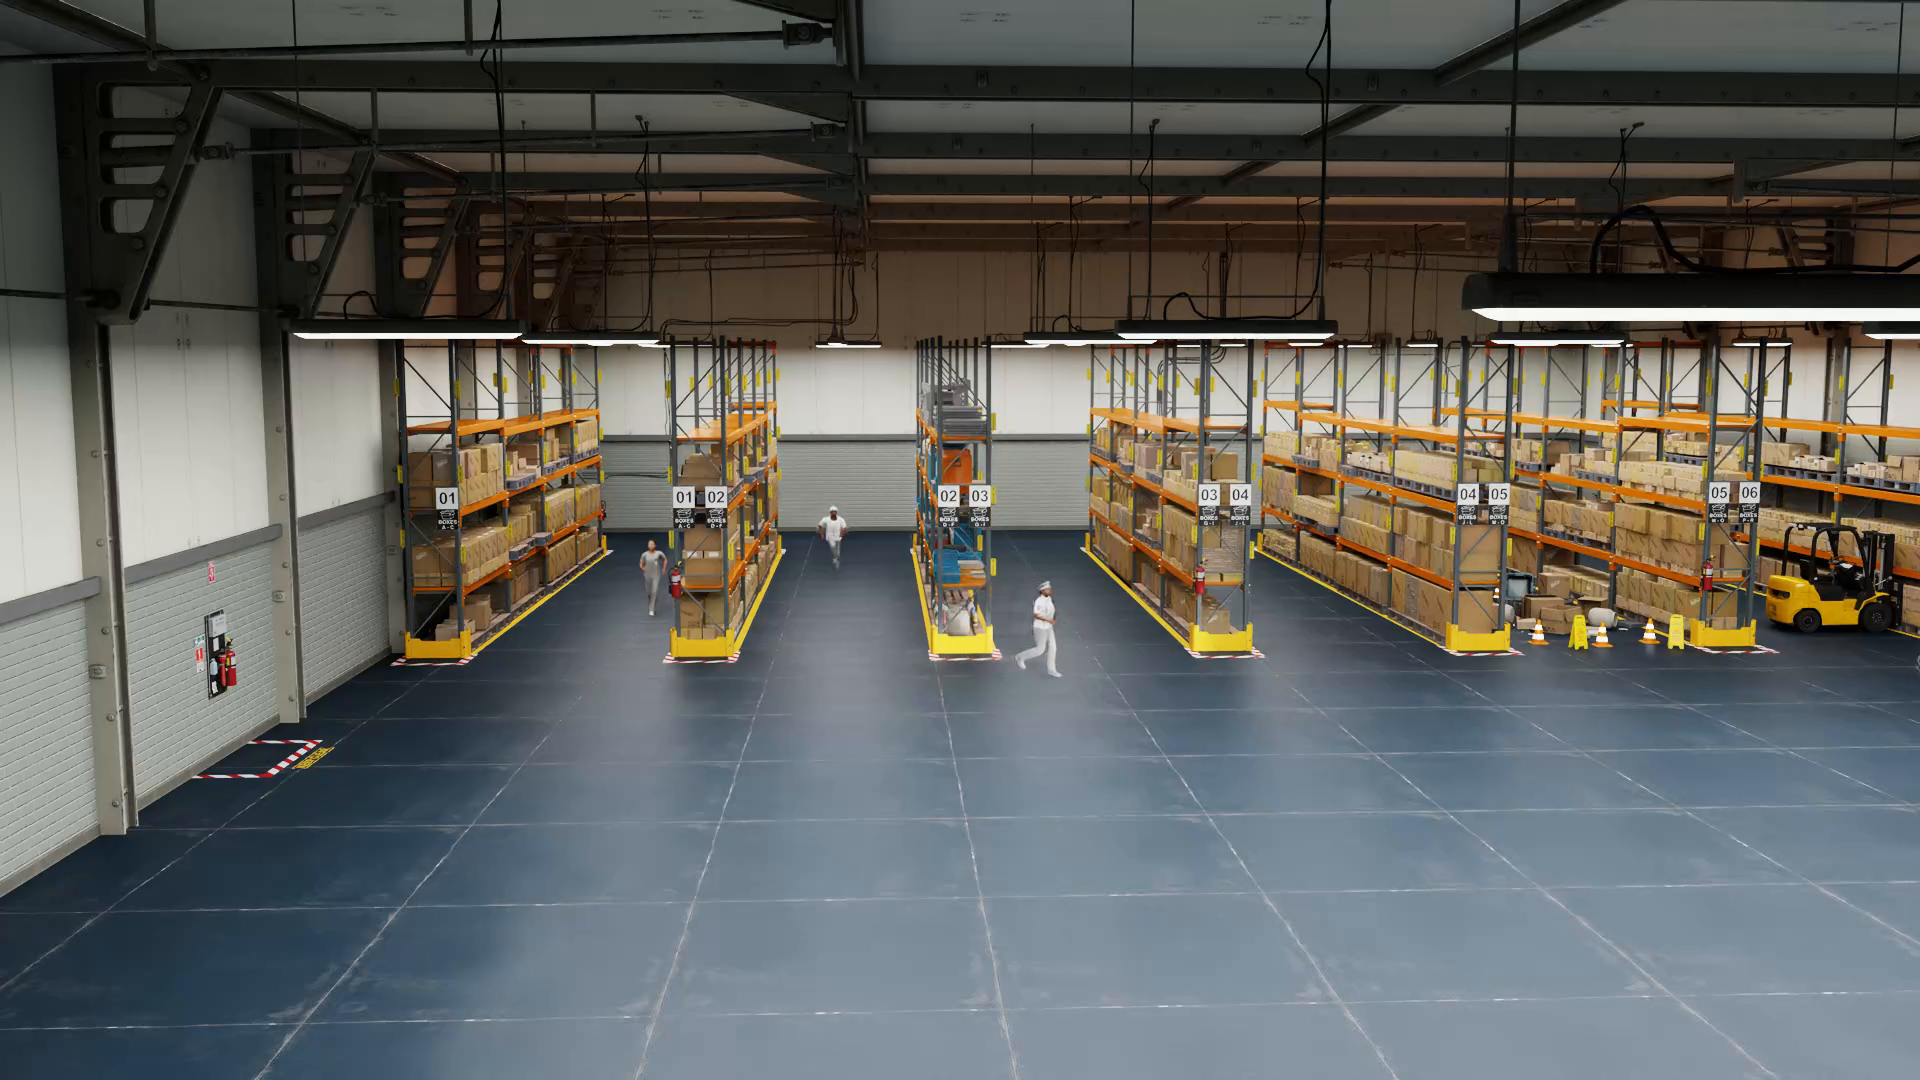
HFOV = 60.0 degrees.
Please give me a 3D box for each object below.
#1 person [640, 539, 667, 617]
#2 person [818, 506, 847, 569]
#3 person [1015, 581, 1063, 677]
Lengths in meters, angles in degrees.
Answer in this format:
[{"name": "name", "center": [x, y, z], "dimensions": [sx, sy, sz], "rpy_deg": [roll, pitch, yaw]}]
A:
[{"name": "person", "center": [-6.671, 0.798, 36.155], "dimensions": [0.584, 1.633, 0.970], "rpy_deg": [0, 6, -3]}, {"name": "person", "center": [-3.267, -0.039, 42.808], "dimensions": [0.731, 1.670, 0.907], "rpy_deg": [-1, 7, -11]}, {"name": "person", "center": [1.432, 1.560, 29.438], "dimensions": [0.850, 1.705, 0.588], "rpy_deg": [3, 7, 28]}]
